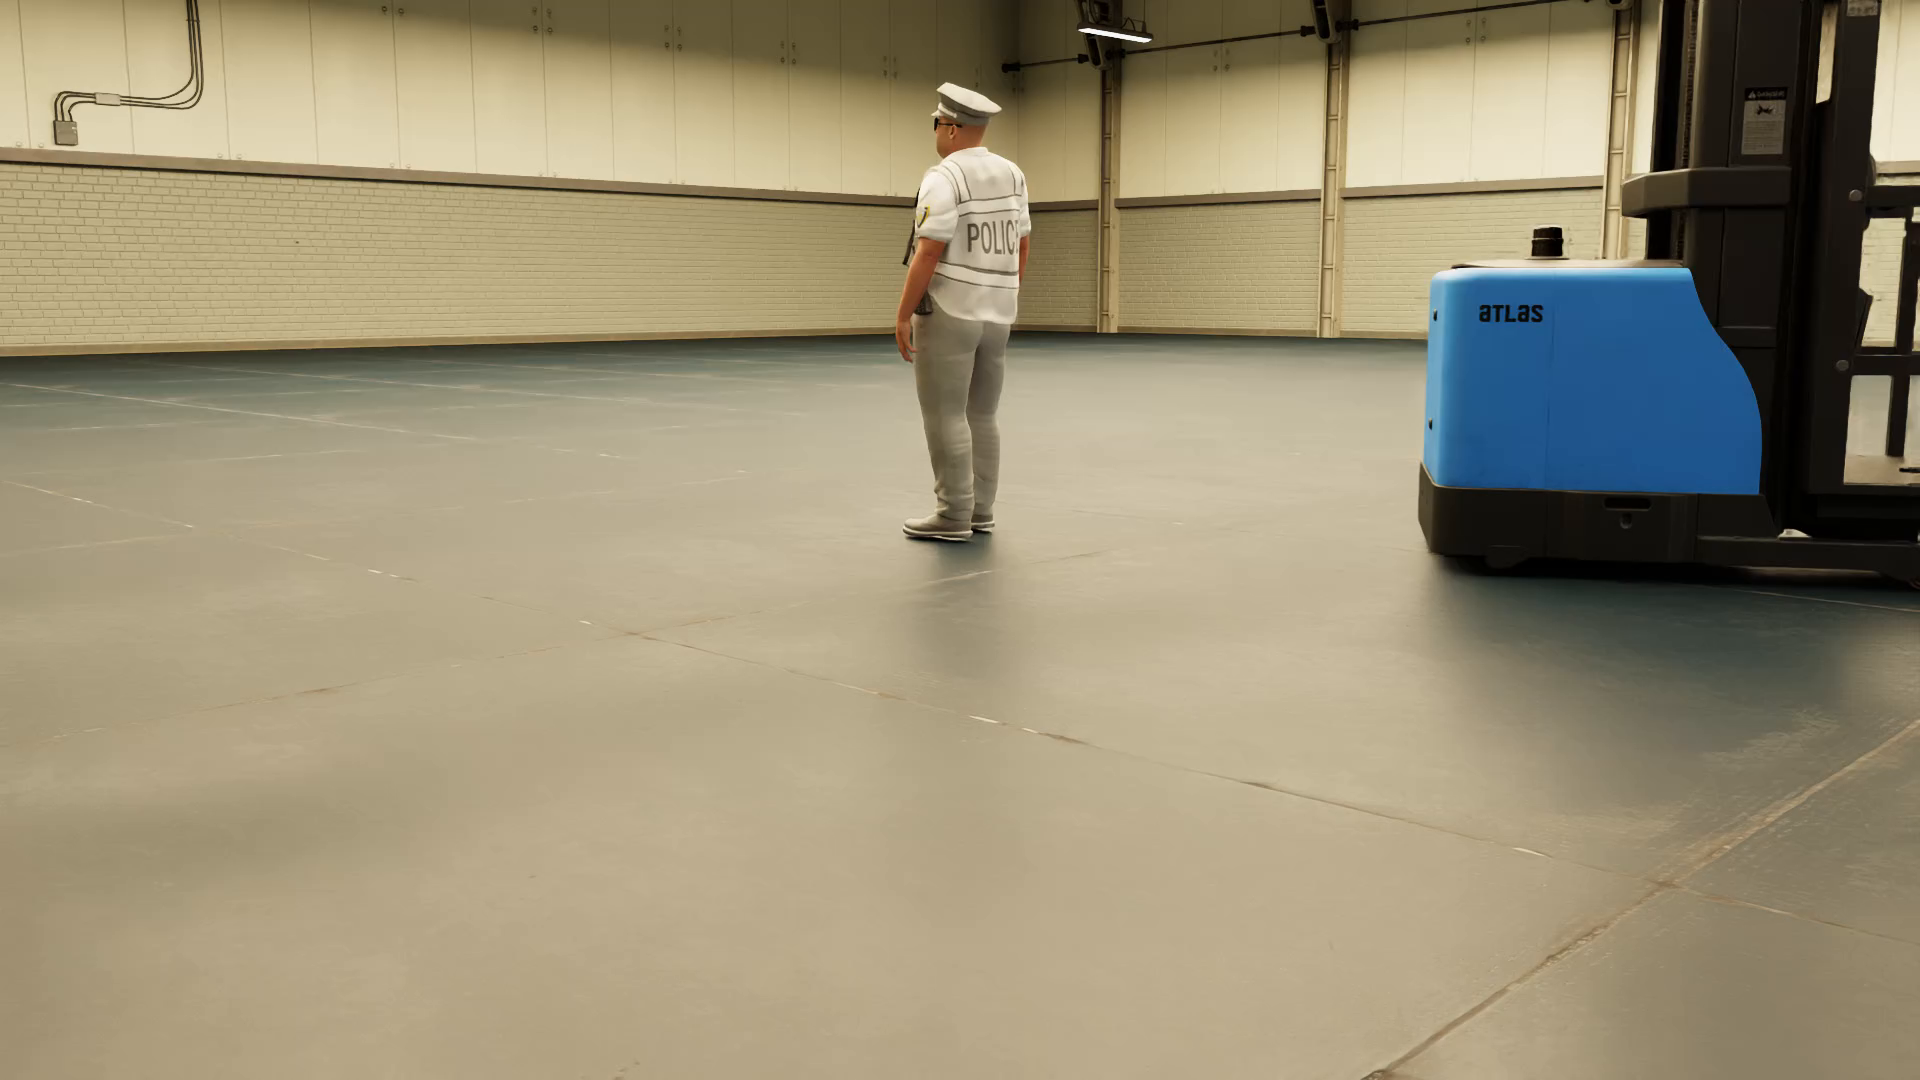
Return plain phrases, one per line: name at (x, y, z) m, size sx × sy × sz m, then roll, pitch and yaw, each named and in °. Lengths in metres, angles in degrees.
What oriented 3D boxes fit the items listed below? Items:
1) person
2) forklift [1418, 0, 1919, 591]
person at (-0.048, -0.898, 6.645) m, size 0.574 × 1.780 × 0.641 m, roll 8°, pitch 12°, yaw 43°
forklift at (3.263, -1.355, 5.871) m, size 3.031 × 2.935 × 1.130 m, roll 2°, pitch 9°, yaw 12°
